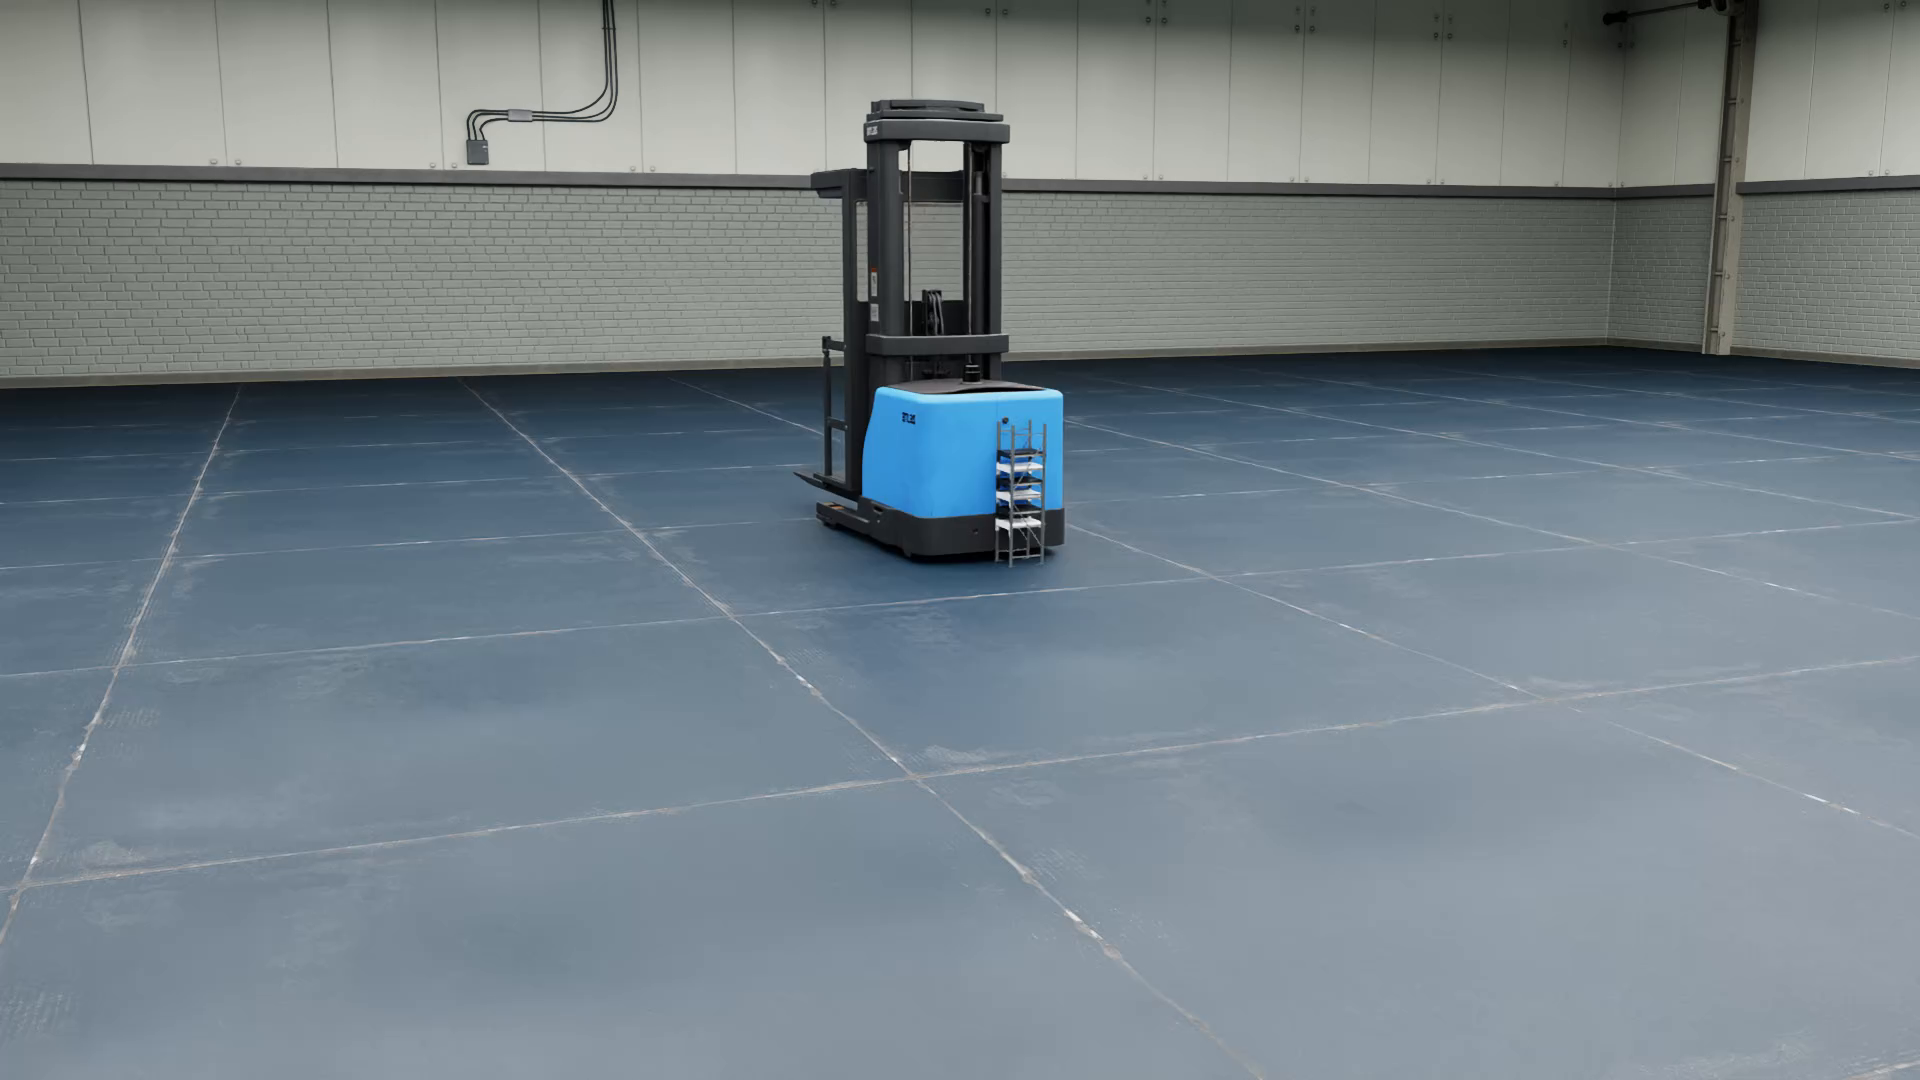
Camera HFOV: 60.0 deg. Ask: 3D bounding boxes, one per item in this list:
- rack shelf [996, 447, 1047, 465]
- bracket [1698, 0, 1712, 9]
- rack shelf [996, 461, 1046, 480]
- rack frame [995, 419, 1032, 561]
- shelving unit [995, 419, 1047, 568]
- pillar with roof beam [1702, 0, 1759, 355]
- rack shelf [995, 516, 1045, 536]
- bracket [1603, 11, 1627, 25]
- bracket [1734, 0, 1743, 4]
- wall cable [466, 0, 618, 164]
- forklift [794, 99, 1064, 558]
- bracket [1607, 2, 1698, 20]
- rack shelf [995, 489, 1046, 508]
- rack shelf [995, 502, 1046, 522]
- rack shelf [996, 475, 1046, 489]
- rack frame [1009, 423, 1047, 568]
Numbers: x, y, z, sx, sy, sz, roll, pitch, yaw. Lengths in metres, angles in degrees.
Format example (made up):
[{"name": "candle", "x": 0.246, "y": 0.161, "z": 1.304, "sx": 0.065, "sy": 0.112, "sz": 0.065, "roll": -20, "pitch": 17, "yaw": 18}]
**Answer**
[{"name": "rack shelf", "x": 0.385, "y": -0.528, "z": 10.451, "sx": 0.258, "sy": 0.077, "sz": 0.200, "roll": -4, "pitch": 13, "yaw": -24}, {"name": "bracket", "x": 13.506, "y": -9.687, "z": 29.907, "sx": 0.235, "sy": 0.232, "sz": 0.430, "roll": -4, "pitch": 11, "yaw": -21}, {"name": "rack shelf", "x": 0.384, "y": -0.440, "z": 10.469, "sx": 0.258, "sy": 0.077, "sz": 0.200, "roll": -4, "pitch": 13, "yaw": -24}, {"name": "rack frame", "x": 0.341, "y": -0.315, "z": 10.589, "sx": 0.240, "sy": 0.900, "sz": 0.006, "roll": -4, "pitch": 13, "yaw": -24}, {"name": "shelving unit", "x": 0.383, "y": -0.296, "z": 10.498, "sx": 0.258, "sy": 0.900, "sz": 0.210, "roll": -4, "pitch": 13, "yaw": -24}, {"name": "pillar with roof beam", "x": 9.975, "y": -7.597, "z": 28.432, "sx": 9.100, "sy": 9.000, "sz": 0.548, "roll": -4, "pitch": 11, "yaw": -21}, {"name": "rack shelf", "x": 0.380, "y": -0.087, "z": 10.541, "sx": 0.258, "sy": 0.077, "sz": 0.200, "roll": -4, "pitch": 13, "yaw": -24}, {"name": "bracket", "x": 12.647, "y": -10.074, "z": 32.082, "sx": 0.235, "sy": 0.232, "sz": 0.430, "roll": -4, "pitch": 11, "yaw": -21}, {"name": "bracket", "x": 13.807, "y": -9.552, "z": 29.145, "sx": 0.235, "sy": 0.232, "sz": 0.430, "roll": -4, "pitch": 11, "yaw": -21}, {"name": "wall cable", "x": -6.353, "y": -8.710, "z": 24.979, "sx": 2.305, "sy": 6.003, "sz": 0.169, "roll": -4, "pitch": 11, "yaw": -21}, {"name": "forklift", "x": -0.387, "y": -1.547, "z": 11.747, "sx": 1.130, "sy": 2.935, "sz": 3.031, "roll": -5, "pitch": 11, "yaw": -24}, {"name": "bracket", "x": 12.861, "y": -9.978, "z": 31.540, "sx": 0.076, "sy": 0.066, "sz": 3.189, "roll": -4, "pitch": 11, "yaw": -21}, {"name": "rack shelf", "x": 0.382, "y": -0.263, "z": 10.505, "sx": 0.258, "sy": 0.077, "sz": 0.200, "roll": -4, "pitch": 13, "yaw": -24}, {"name": "rack shelf", "x": 0.381, "y": -0.175, "z": 10.523, "sx": 0.258, "sy": 0.077, "sz": 0.200, "roll": -4, "pitch": 13, "yaw": -24}, {"name": "rack shelf", "x": 0.383, "y": -0.352, "z": 10.487, "sx": 0.258, "sy": 0.077, "sz": 0.200, "roll": -4, "pitch": 13, "yaw": -24}, {"name": "rack frame", "x": 0.424, "y": -0.277, "z": 10.407, "sx": 0.240, "sy": 0.900, "sz": 0.006, "roll": -4, "pitch": 13, "yaw": -24}]
